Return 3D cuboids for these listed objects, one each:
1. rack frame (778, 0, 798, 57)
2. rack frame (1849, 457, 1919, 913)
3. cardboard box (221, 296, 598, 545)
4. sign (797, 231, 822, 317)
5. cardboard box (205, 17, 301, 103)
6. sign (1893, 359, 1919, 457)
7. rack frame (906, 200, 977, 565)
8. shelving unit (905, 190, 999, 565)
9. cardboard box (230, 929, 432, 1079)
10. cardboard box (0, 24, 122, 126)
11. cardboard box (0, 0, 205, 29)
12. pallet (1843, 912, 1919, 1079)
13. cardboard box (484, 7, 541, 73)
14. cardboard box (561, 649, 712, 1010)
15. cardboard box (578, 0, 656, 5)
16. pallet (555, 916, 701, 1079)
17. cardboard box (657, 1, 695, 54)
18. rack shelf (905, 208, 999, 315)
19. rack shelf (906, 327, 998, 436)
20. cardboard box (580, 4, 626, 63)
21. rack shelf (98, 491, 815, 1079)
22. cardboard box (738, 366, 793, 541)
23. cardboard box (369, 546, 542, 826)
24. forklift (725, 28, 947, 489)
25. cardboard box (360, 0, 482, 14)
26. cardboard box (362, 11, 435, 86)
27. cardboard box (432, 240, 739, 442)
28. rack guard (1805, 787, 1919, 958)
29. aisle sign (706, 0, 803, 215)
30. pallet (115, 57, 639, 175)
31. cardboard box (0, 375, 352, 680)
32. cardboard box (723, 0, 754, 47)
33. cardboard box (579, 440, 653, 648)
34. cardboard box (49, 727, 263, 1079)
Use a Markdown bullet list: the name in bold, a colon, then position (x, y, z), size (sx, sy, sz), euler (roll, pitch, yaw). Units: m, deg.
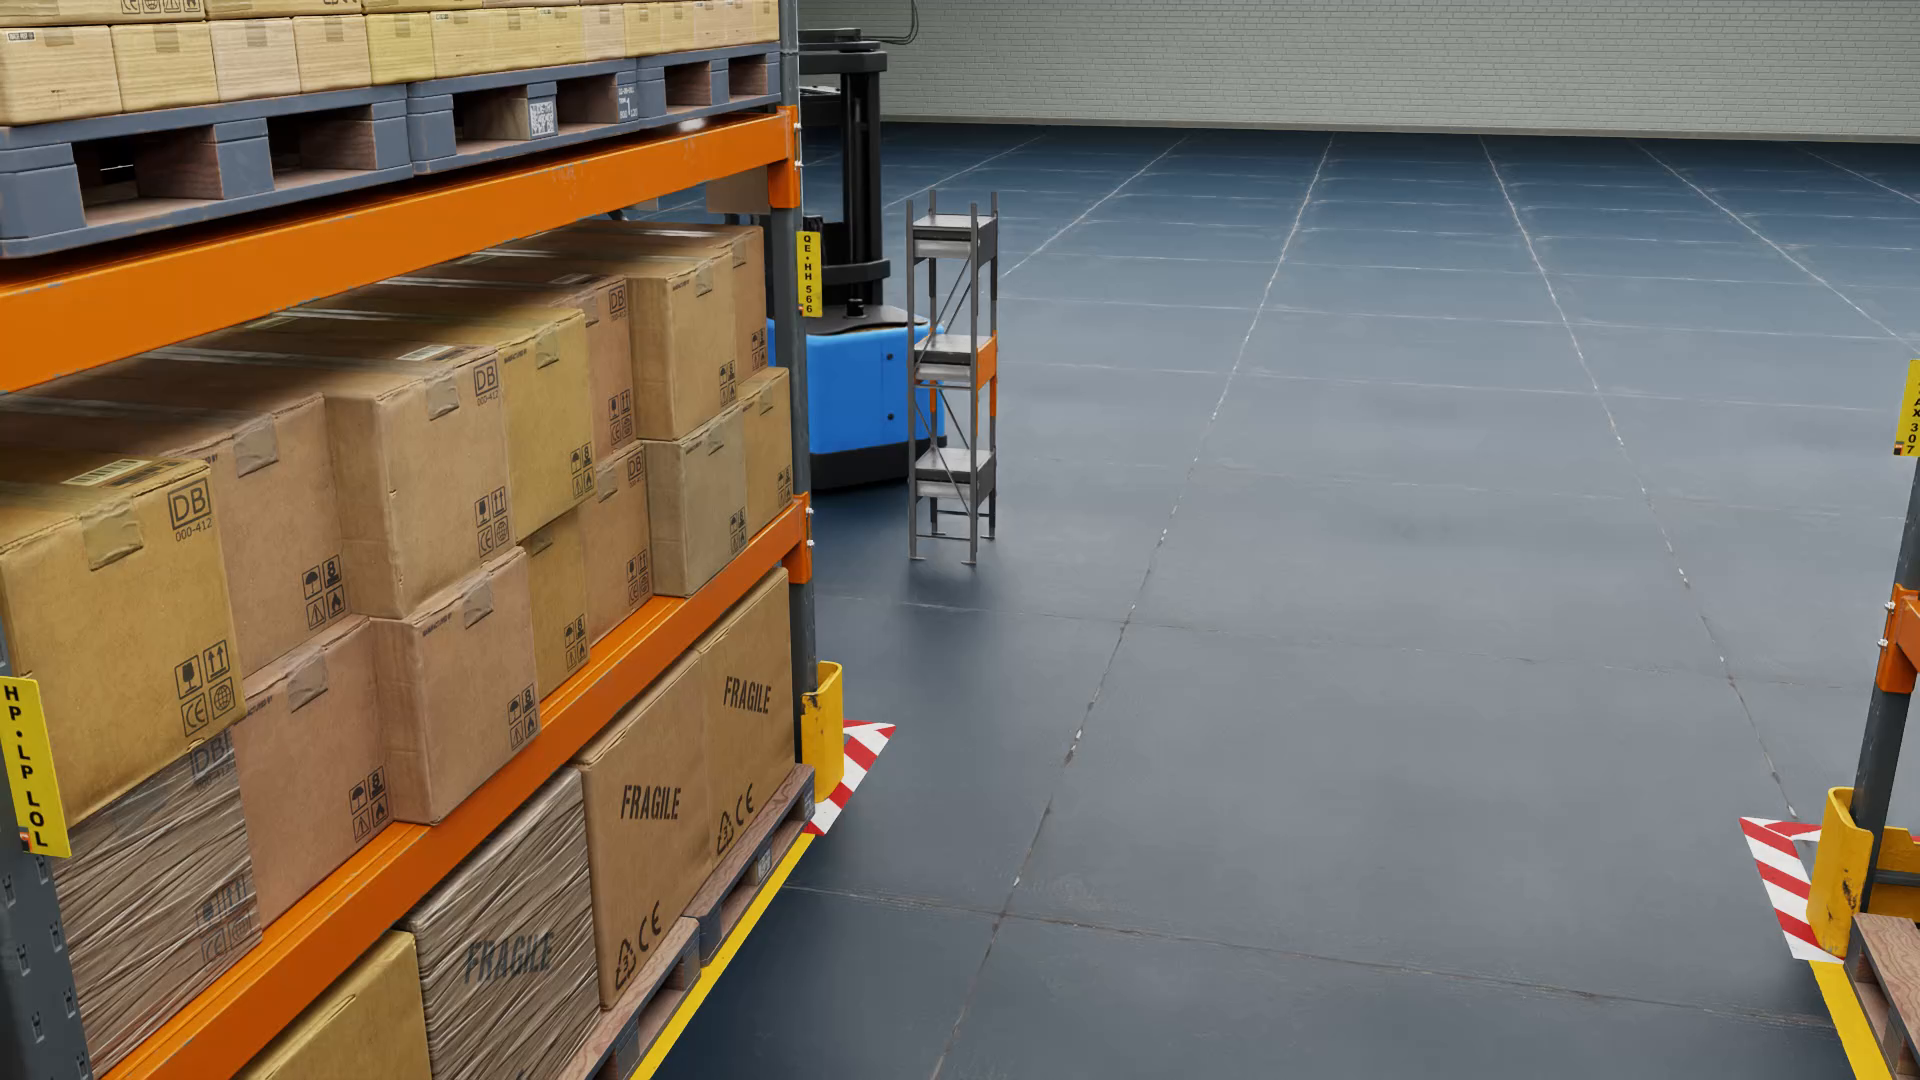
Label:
- **rack frame**: position (-1.102, -3.243, 5.760), size (1.000, 3.000, 0.127), euler (5, 19, 13)
- **rack frame**: position (3.683, 0.019, 5.490), size (1.000, 3.000, 0.127), euler (5, 19, 13)
- **cardboard box**: position (-1.547, -0.352, 4.675), size (0.875, 0.550, 0.500), euler (5, 19, 13)
- **sign**: position (-0.579, -1.017, 6.366), size (0.100, 0.325, 0.005), euler (5, 19, 13)
- **cardboard box**: position (-1.537, -0.944, 3.253), size (0.380, 0.149, 0.250), euler (5, 19, 13)
- **sign**: position (3.157, -0.433, 5.476), size (0.100, 0.325, 0.005), euler (5, 19, 13)
- **rack frame**: position (-0.100, -0.865, 9.472), size (0.400, 2.100, 0.015), euler (5, 19, 13)
- **shelving unit**: position (-0.040, -0.942, 9.696), size (0.431, 2.100, 0.503), euler (5, 19, 13)
- **cardboard box**: position (-1.858, 1.465, 3.896), size (0.875, 0.875, 0.875), euler (5, 19, 14)
- **cardboard box**: position (-1.661, -0.784, 2.786), size (0.380, 0.149, 0.250), euler (4, 19, 12)
- **cardboard box**: position (-1.689, -1.017, 2.851), size (0.500, 0.250, 0.500), euler (5, 19, 14)
- **pallet**: position (3.431, 1.615, 5.134), size (1.003, 0.211, 1.213), euler (5, 19, 13)
- **cardboard box**: position (-1.289, -1.261, 4.182), size (0.380, 0.149, 0.250), euler (5, 19, 14)
- **cardboard box**: position (-1.417, 0.896, 5.560), size (0.875, 0.875, 0.875), euler (4, 19, 13)
- **cardboard box**: position (-1.197, -1.650, 4.704), size (0.500, 0.250, 0.500), euler (5, 19, 13)
- **pallet**: position (-1.522, 1.554, 5.313), size (1.003, 0.211, 1.213), euler (5, 19, 13)
- **cardboard box**: position (-1.042, -1.581, 5.119), size (0.380, 0.149, 0.250), euler (5, 19, 14)
- **rack shelf**: position (-0.040, -1.591, 9.474), size (0.431, 0.518, 0.480), euler (5, 19, 13)
- **rack shelf**: position (-0.040, -0.929, 9.701), size (0.431, 0.518, 0.480), euler (5, 19, 13)
- **cardboard box**: position (-1.166, -1.422, 4.652), size (0.380, 0.149, 0.250), euler (5, 19, 14)
- **rack shelf**: position (-1.591, 0.563, 5.011), size (1.077, 0.370, 4.000), euler (5, 19, 13)
- **cardboard box**: position (-1.149, -0.355, 6.355), size (0.875, 0.550, 0.550), euler (5, 19, 13)
- **cardboard box**: position (-1.642, 0.328, 4.355), size (0.875, 0.550, 0.550), euler (5, 19, 13)
- **forklift**: position (-1.244, -2.148, 11.943), size (1.130, 2.935, 3.031), euler (-10, 21, -27)
- **cardboard box**: position (-1.444, -1.333, 3.777), size (0.500, 0.250, 0.500), euler (4, 19, 13)
- **cardboard box**: position (-1.414, -1.103, 3.721), size (0.380, 0.149, 0.250), euler (4, 19, 13)
- **cardboard box**: position (-1.275, -0.693, 5.674), size (0.875, 0.550, 0.550), euler (5, 19, 13)
- **rack guard**: position (3.664, 1.226, 5.825), size (1.175, 0.500, 0.348), euler (5, 19, 13)
- **aisle sign**: position (-0.794, -1.633, 6.305), size (0.394, 0.787, 0.004), euler (5, 19, 13)
- **pallet**: position (-1.569, -1.165, 4.453), size (1.003, 0.211, 1.213), euler (5, 19, 13)
- **cardboard box**: position (-1.934, -0.027, 3.723), size (0.875, 0.550, 0.550), euler (5, 19, 13)
- **cardboard box**: position (-0.917, -1.741, 5.587), size (0.380, 0.149, 0.250), euler (5, 19, 14)
- **cardboard box**: position (-1.521, -0.015, 5.360), size (0.875, 0.550, 0.550), euler (5, 19, 13)
- **cardboard box**: position (-2.001, 0.662, 3.376), size (0.875, 0.550, 0.550), euler (5, 19, 13)
